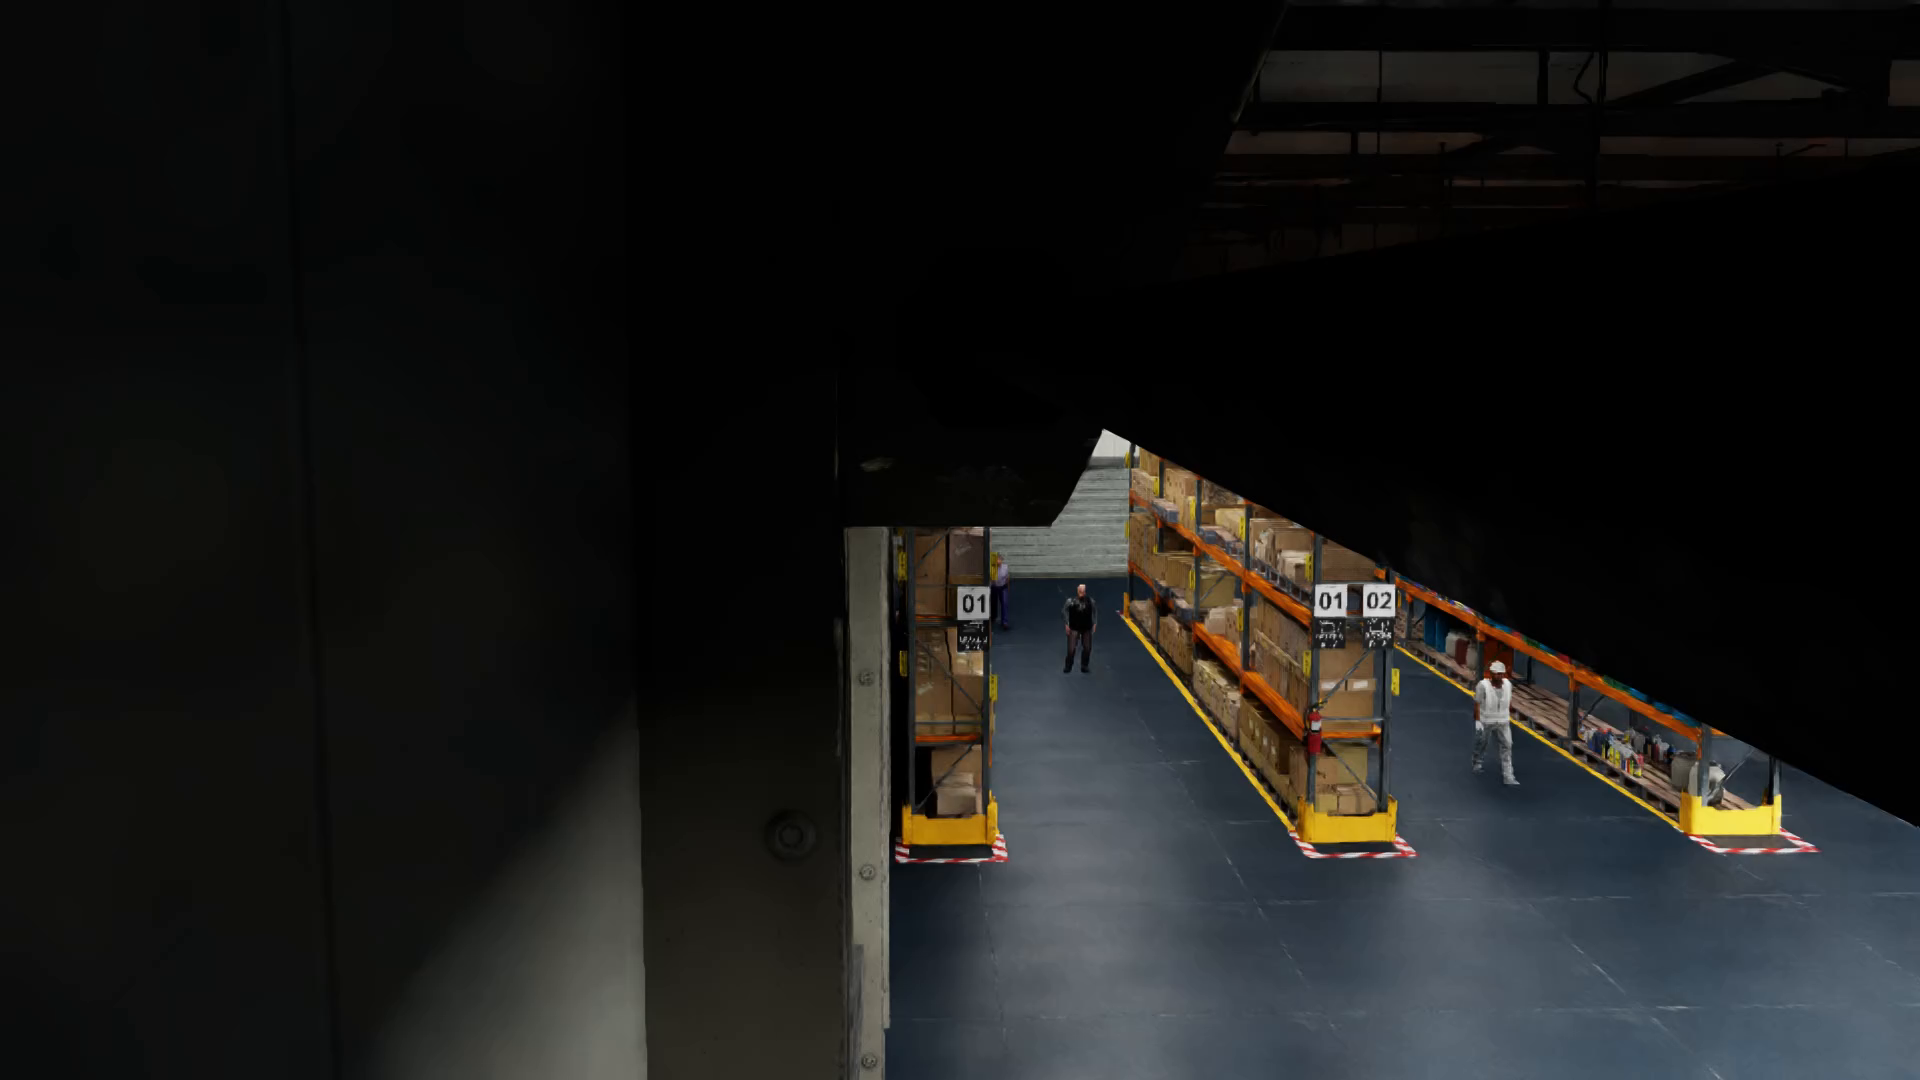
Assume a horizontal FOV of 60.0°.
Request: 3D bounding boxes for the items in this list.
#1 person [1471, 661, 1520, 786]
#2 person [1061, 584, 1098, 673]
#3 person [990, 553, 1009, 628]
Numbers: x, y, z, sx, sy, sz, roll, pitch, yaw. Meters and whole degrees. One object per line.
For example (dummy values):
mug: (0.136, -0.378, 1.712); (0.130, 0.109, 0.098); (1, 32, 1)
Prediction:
person: (7.439, 2.513, 23.164); (0.566, 1.706, 1.122); (0, 7, 0)
person: (2.192, 1.618, 30.426); (0.677, 1.674, 0.534); (-1, 7, -4)
person: (0.796, 1.100, 35.119); (0.479, 1.462, 1.090); (0, 7, 0)
